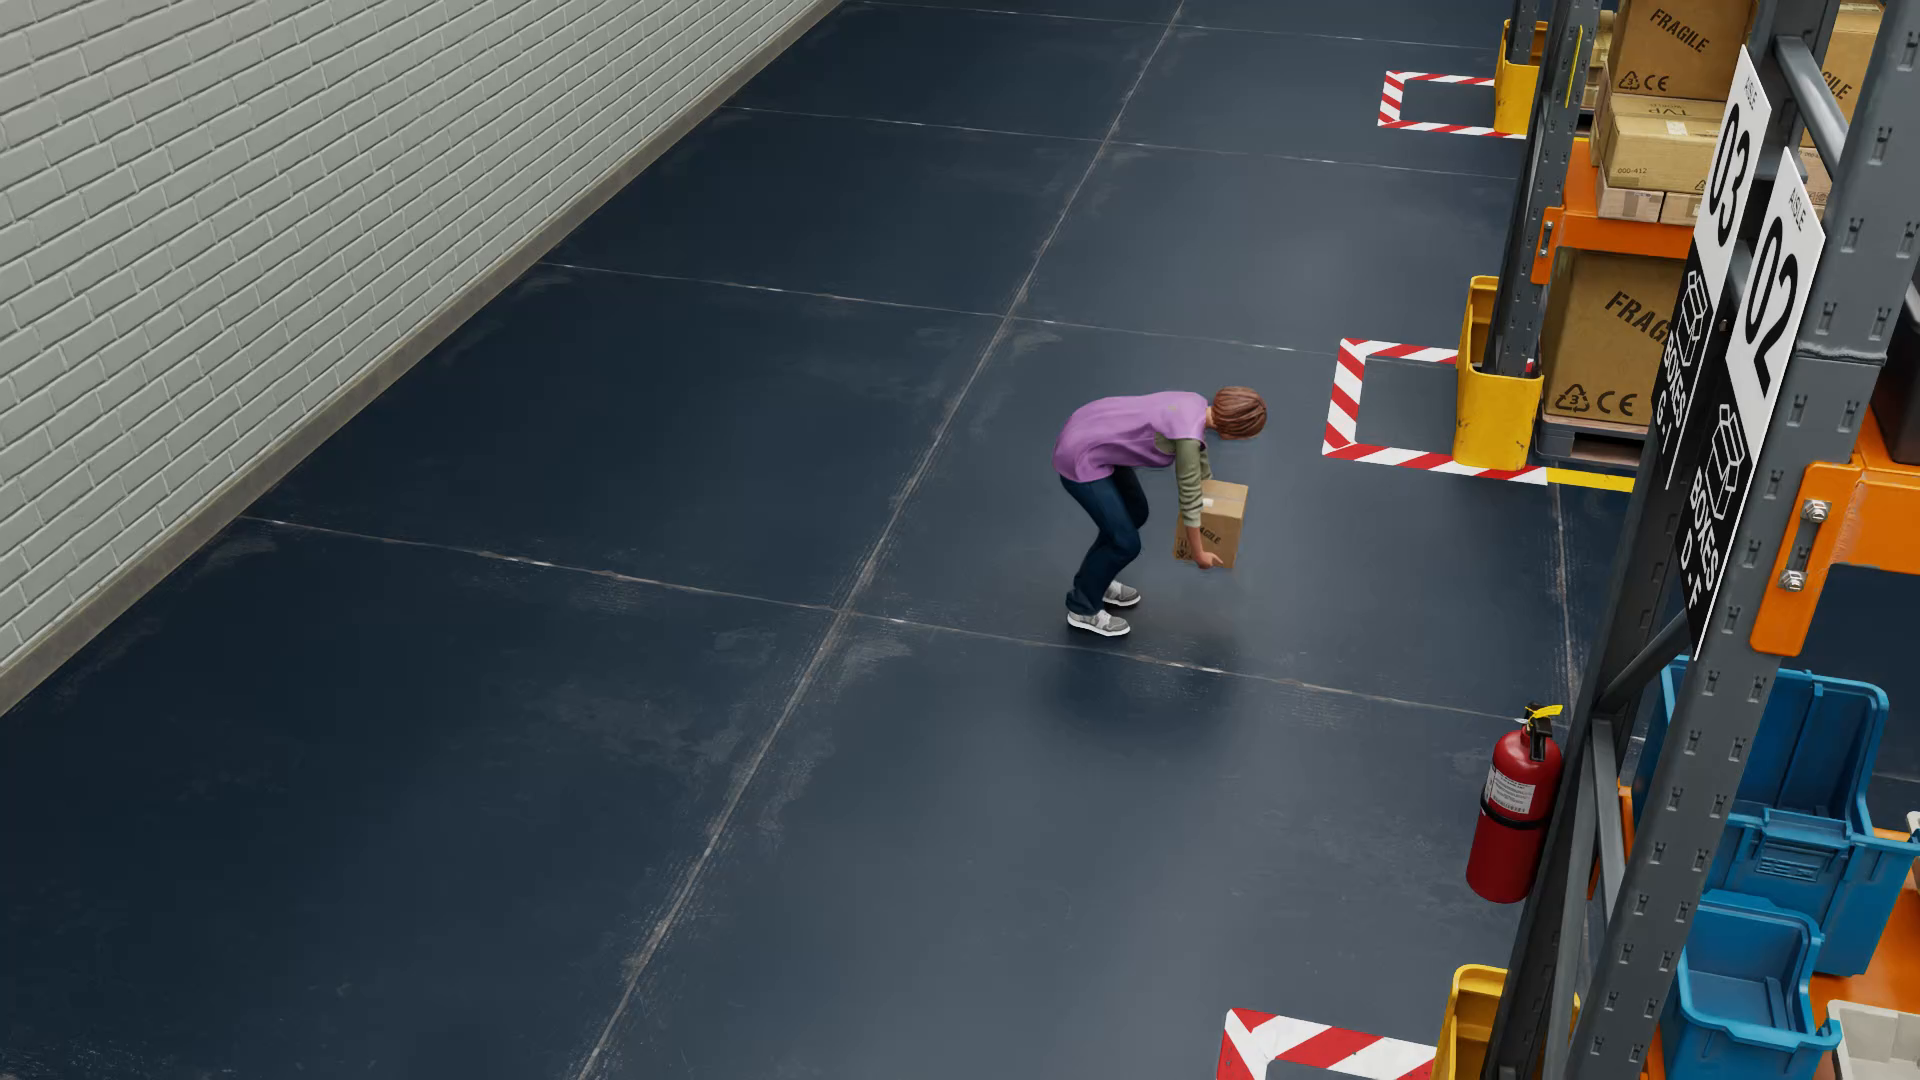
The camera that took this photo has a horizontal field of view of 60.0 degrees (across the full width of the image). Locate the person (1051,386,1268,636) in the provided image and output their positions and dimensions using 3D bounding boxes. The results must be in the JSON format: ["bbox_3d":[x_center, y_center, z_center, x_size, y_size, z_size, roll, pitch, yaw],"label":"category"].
[{"bbox_3d":[0.783,-0.135,6.776,0.837,1.137,0.398,7,34,11],"label":"person"}]
